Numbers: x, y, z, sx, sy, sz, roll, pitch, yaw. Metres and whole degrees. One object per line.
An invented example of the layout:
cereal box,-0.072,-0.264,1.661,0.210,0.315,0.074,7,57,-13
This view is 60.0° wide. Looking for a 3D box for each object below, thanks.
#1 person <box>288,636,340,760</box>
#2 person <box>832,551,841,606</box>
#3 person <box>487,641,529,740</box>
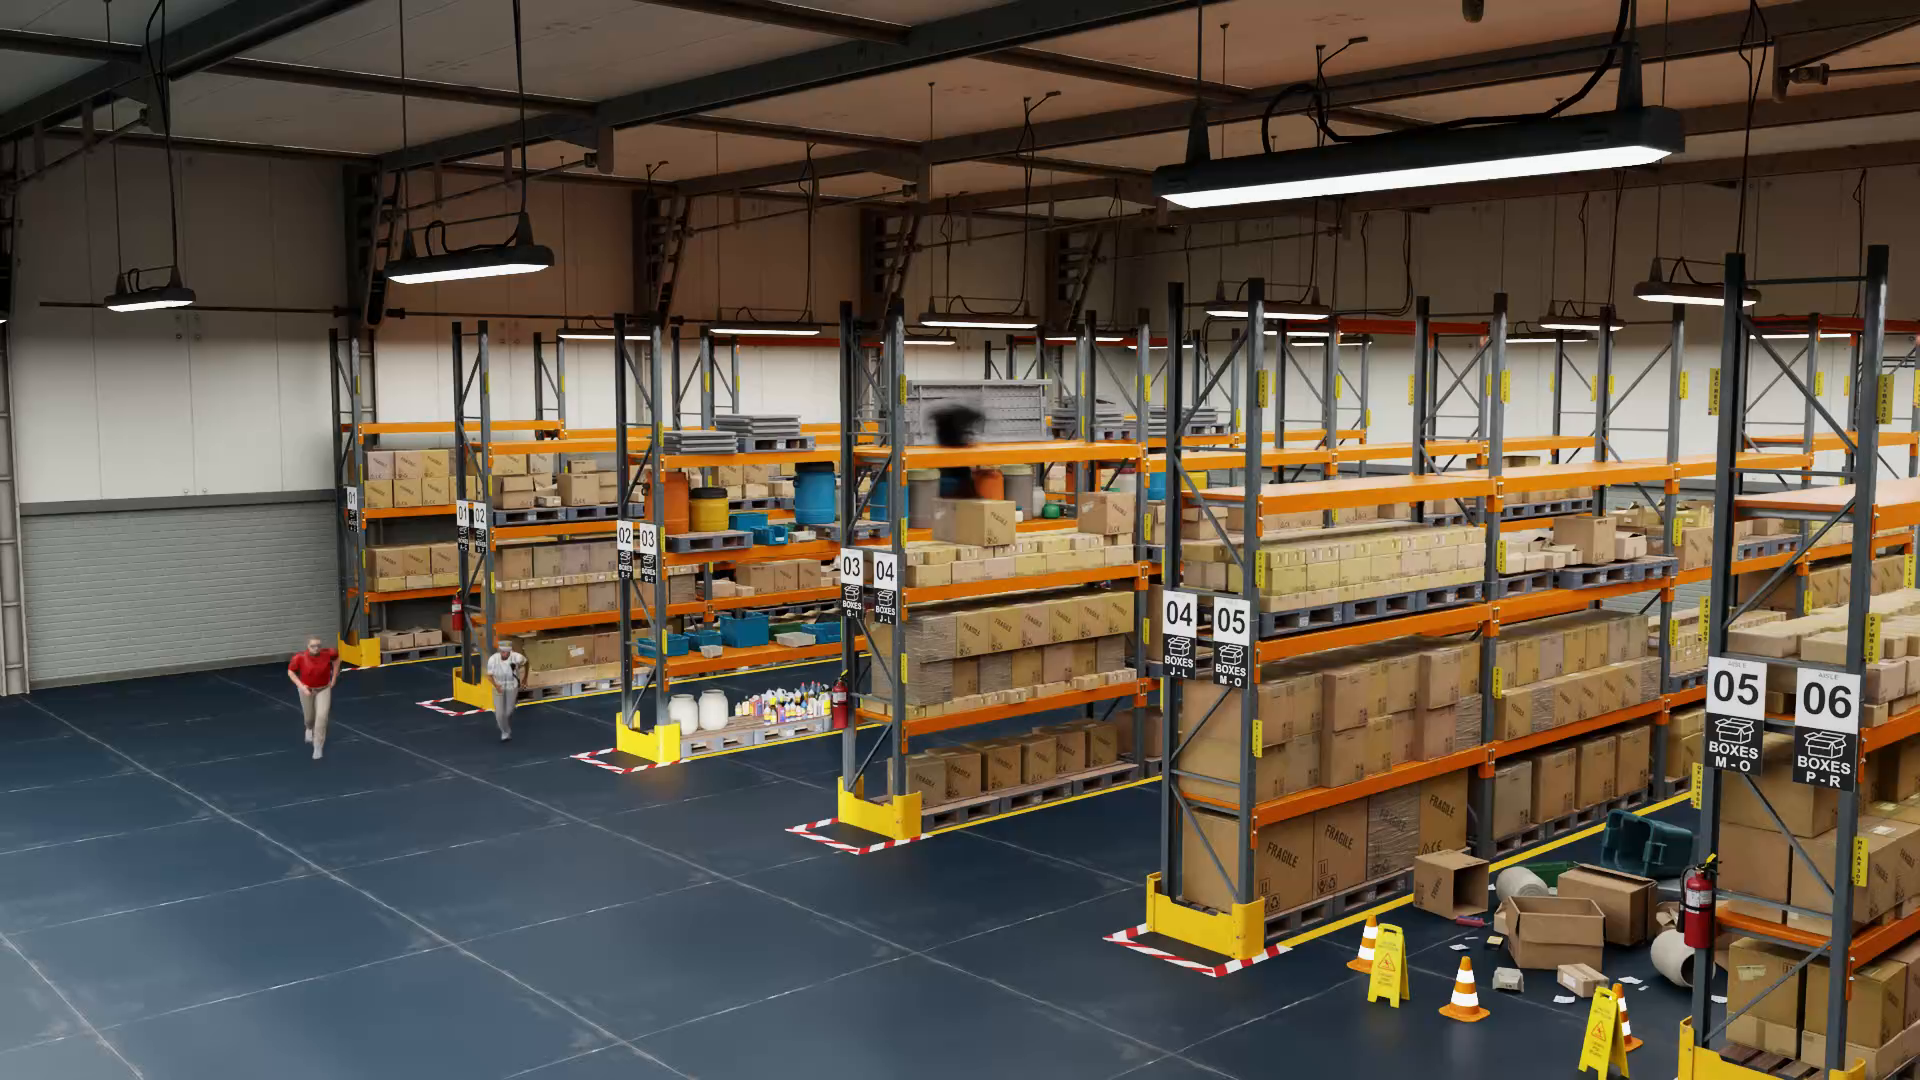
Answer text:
person,-8.872,2.112,22.851,0.692,1.697,1.011,-3,6,-28
person,-2.423,0.867,35.045,0.559,1.737,0.813,6,8,44
person,-6.383,2.120,23.457,0.549,1.490,0.774,-2,6,-17
